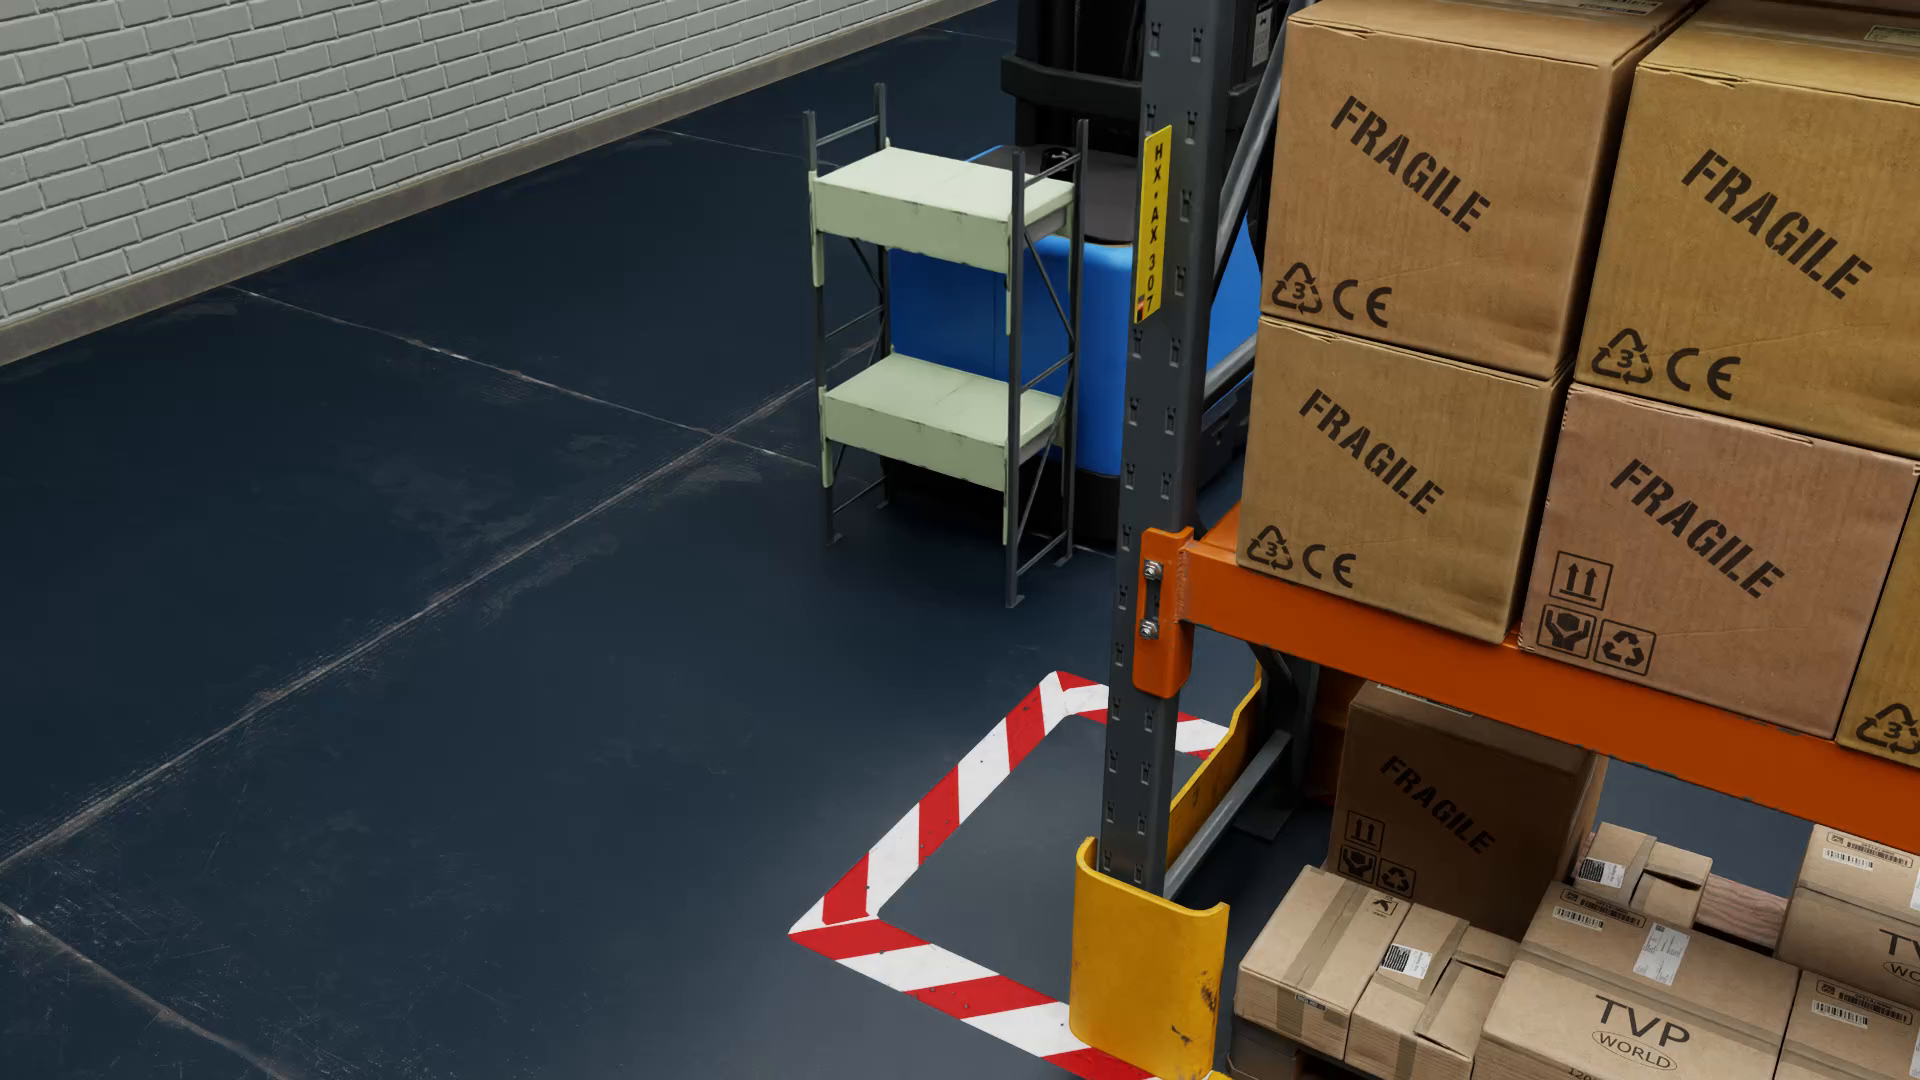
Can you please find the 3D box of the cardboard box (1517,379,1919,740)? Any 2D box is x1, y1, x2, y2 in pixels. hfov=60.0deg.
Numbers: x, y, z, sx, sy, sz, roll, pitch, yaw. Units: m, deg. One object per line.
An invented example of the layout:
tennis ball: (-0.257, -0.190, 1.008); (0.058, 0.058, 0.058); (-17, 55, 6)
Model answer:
cardboard box: (1.293, -0.068, 2.791); (0.500, 0.500, 0.500); (17, 34, 27)

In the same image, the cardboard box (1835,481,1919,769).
cardboard box: (1.717, 0.068, 2.558); (0.500, 0.500, 0.500); (17, 35, 27)

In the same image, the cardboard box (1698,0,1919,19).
cardboard box: (1.569, -0.730, 2.934); (0.500, 0.500, 0.500); (19, 35, 29)

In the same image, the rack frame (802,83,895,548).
rack frame: (-0.353, -0.708, 5.475); (0.023, 1.500, 0.400); (18, 35, 28)

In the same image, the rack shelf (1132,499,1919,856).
rack shelf: (2.312, 0.454, 2.709); (4.000, 0.370, 1.077); (18, 35, 27)

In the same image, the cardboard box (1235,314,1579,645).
cardboard box: (0.854, -0.204, 3.024); (0.500, 0.500, 0.500); (18, 35, 28)

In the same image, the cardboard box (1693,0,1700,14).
cardboard box: (1.141, -0.865, 3.165); (0.500, 0.500, 0.500); (17, 34, 27)

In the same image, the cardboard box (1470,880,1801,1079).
cardboard box: (1.351, 1.006, 3.341); (0.500, 0.250, 0.500); (18, 35, 27)

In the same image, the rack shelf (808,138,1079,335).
rack shelf: (-0.045, -0.945, 5.107); (0.720, 0.370, 0.431); (18, 35, 28)

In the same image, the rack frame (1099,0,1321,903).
rack frame: (0.618, -0.392, 3.446); (0.127, 3.000, 1.000); (18, 35, 27)

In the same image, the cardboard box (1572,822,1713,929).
cardboard box: (1.505, 0.829, 3.727); (0.250, 0.166, 0.380); (18, 35, 27)

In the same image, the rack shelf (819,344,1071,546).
rack shelf: (-0.045, -0.327, 5.468); (0.720, 0.370, 0.431); (18, 35, 28)

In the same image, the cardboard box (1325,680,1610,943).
cardboard box: (1.209, 0.538, 3.895); (0.500, 0.500, 0.500); (18, 35, 27)

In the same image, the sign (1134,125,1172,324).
sign: (0.330, -0.535, 2.831); (0.005, 0.325, 0.100); (18, 35, 27)

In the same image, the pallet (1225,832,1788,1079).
pallet: (1.358, 1.046, 3.748); (1.213, 0.211, 1.003); (18, 35, 27)

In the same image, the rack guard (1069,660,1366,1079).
rack guard: (0.682, 0.708, 4.041); (0.348, 0.500, 1.175); (18, 35, 27)

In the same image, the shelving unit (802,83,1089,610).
shelving unit: (-0.045, -0.608, 5.304); (0.755, 1.500, 0.431); (18, 35, 28)

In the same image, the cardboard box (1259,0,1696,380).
cardboard box: (0.854, -0.636, 2.772); (0.500, 0.500, 0.500); (19, 35, 29)

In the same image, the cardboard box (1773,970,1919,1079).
cardboard box: (1.775, 1.140, 3.111); (0.500, 0.250, 0.500); (18, 35, 27)

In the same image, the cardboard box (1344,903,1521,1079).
cardboard box: (1.002, 0.967, 3.490); (0.250, 0.166, 0.380); (18, 35, 27)

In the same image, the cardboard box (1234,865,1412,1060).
cardboard box: (0.790, 0.908, 3.610); (0.250, 0.149, 0.380); (18, 35, 27)

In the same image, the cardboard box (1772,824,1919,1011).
cardboard box: (1.998, 0.913, 3.500); (0.500, 0.250, 0.500); (18, 35, 27)

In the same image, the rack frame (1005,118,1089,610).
rack frame: (0.262, -0.508, 5.133); (0.023, 1.500, 0.400); (18, 35, 28)

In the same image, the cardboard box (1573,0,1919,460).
cardboard box: (1.300, -0.499, 2.537); (0.500, 0.500, 0.500); (18, 35, 28)

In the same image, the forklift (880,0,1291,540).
forklift: (0.928, -1.966, 6.211); (1.130, 2.935, 3.031); (18, 35, 28)
